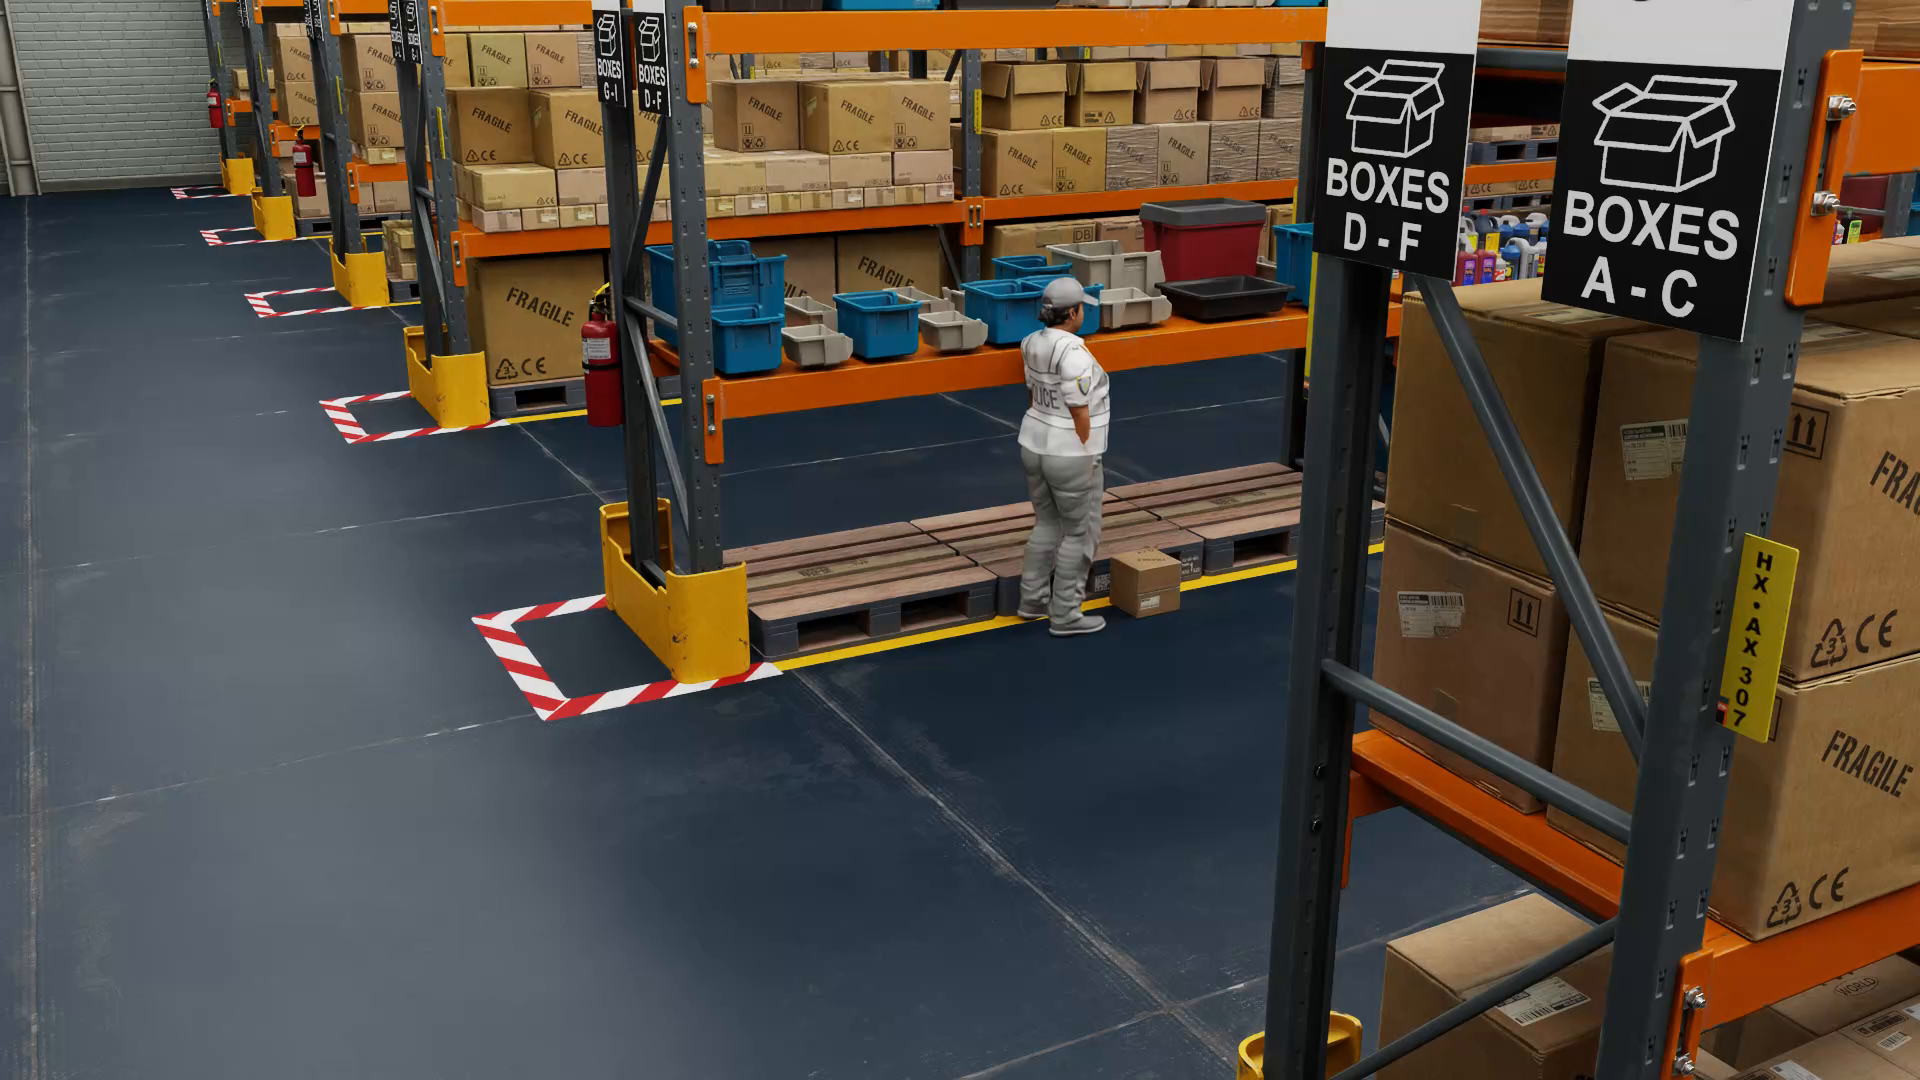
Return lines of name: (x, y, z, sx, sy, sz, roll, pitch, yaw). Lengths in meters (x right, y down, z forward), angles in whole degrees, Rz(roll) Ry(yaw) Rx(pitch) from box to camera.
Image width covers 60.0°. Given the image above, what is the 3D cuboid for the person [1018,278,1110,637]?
person: (0.483, -0.388, 7.740, 0.390, 1.671, 0.467, -10, 21, -26)
